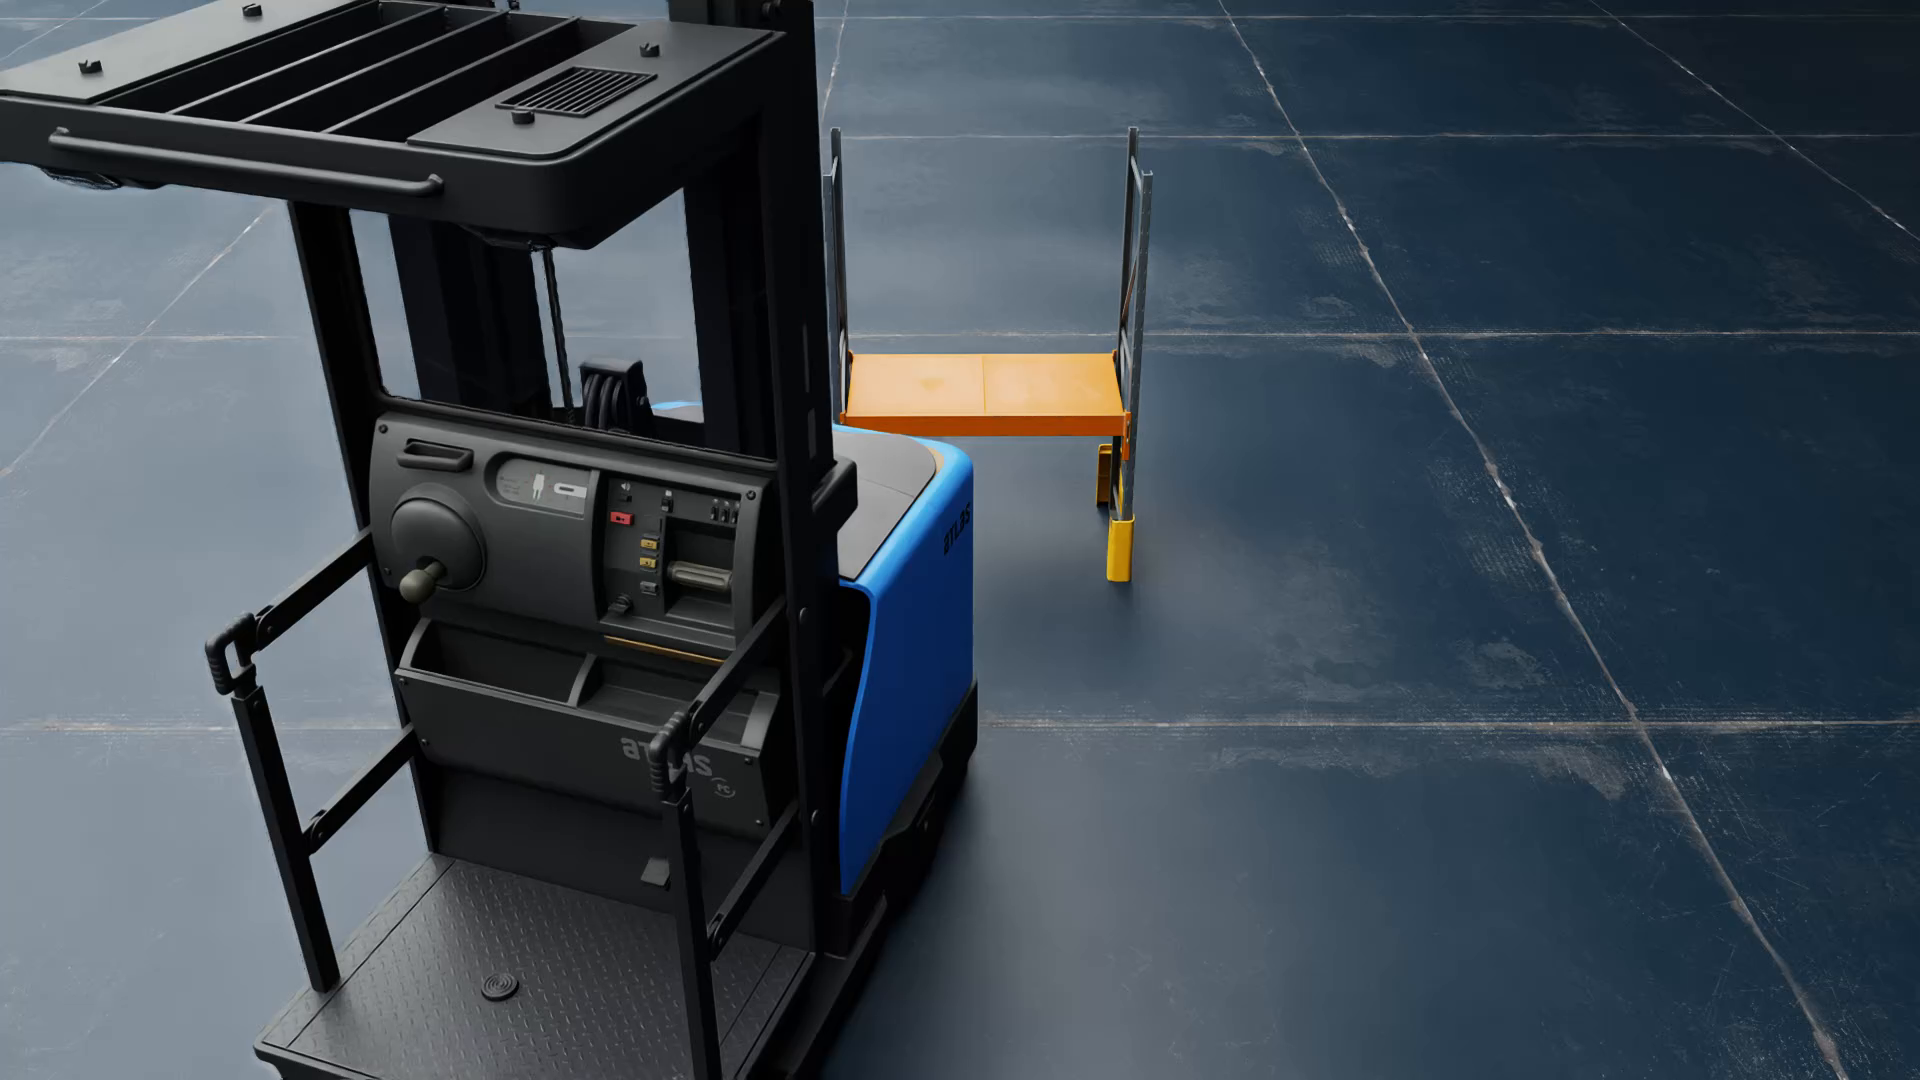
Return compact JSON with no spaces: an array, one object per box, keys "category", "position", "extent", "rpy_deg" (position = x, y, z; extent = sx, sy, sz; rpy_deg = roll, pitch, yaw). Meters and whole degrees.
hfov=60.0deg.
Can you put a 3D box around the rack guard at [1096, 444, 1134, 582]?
[{"category":"rack guard","position":[0.574,-0.109,6.188],"extent":[0.087,0.250,0.587],"rpy_deg":[0,31,0]}]

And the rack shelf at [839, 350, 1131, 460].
[{"category":"rack shelf","position":[0.085,-0.488,5.955],"extent":[1.000,0.185,0.538],"rpy_deg":[0,31,0]}]

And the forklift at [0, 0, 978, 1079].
[{"category":"forklift","position":[-0.916,0.040,3.359],"extent":[1.130,2.935,3.031],"rpy_deg":[10,33,16]}]

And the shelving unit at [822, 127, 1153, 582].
[{"category":"shelving unit","position":[0.076,-0.641,5.861],"extent":[1.083,1.500,0.587],"rpy_deg":[0,31,0]}]

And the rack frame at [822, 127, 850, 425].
[{"category":"rack frame","position":[-0.423,-0.640,5.859],"extent":[0.032,1.500,0.500],"rpy_deg":[0,31,0]}]

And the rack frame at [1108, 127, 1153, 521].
[{"category":"rack frame","position":[0.594,-0.643,5.864],"extent":[0.032,1.500,0.500],"rpy_deg":[0,31,0]}]
